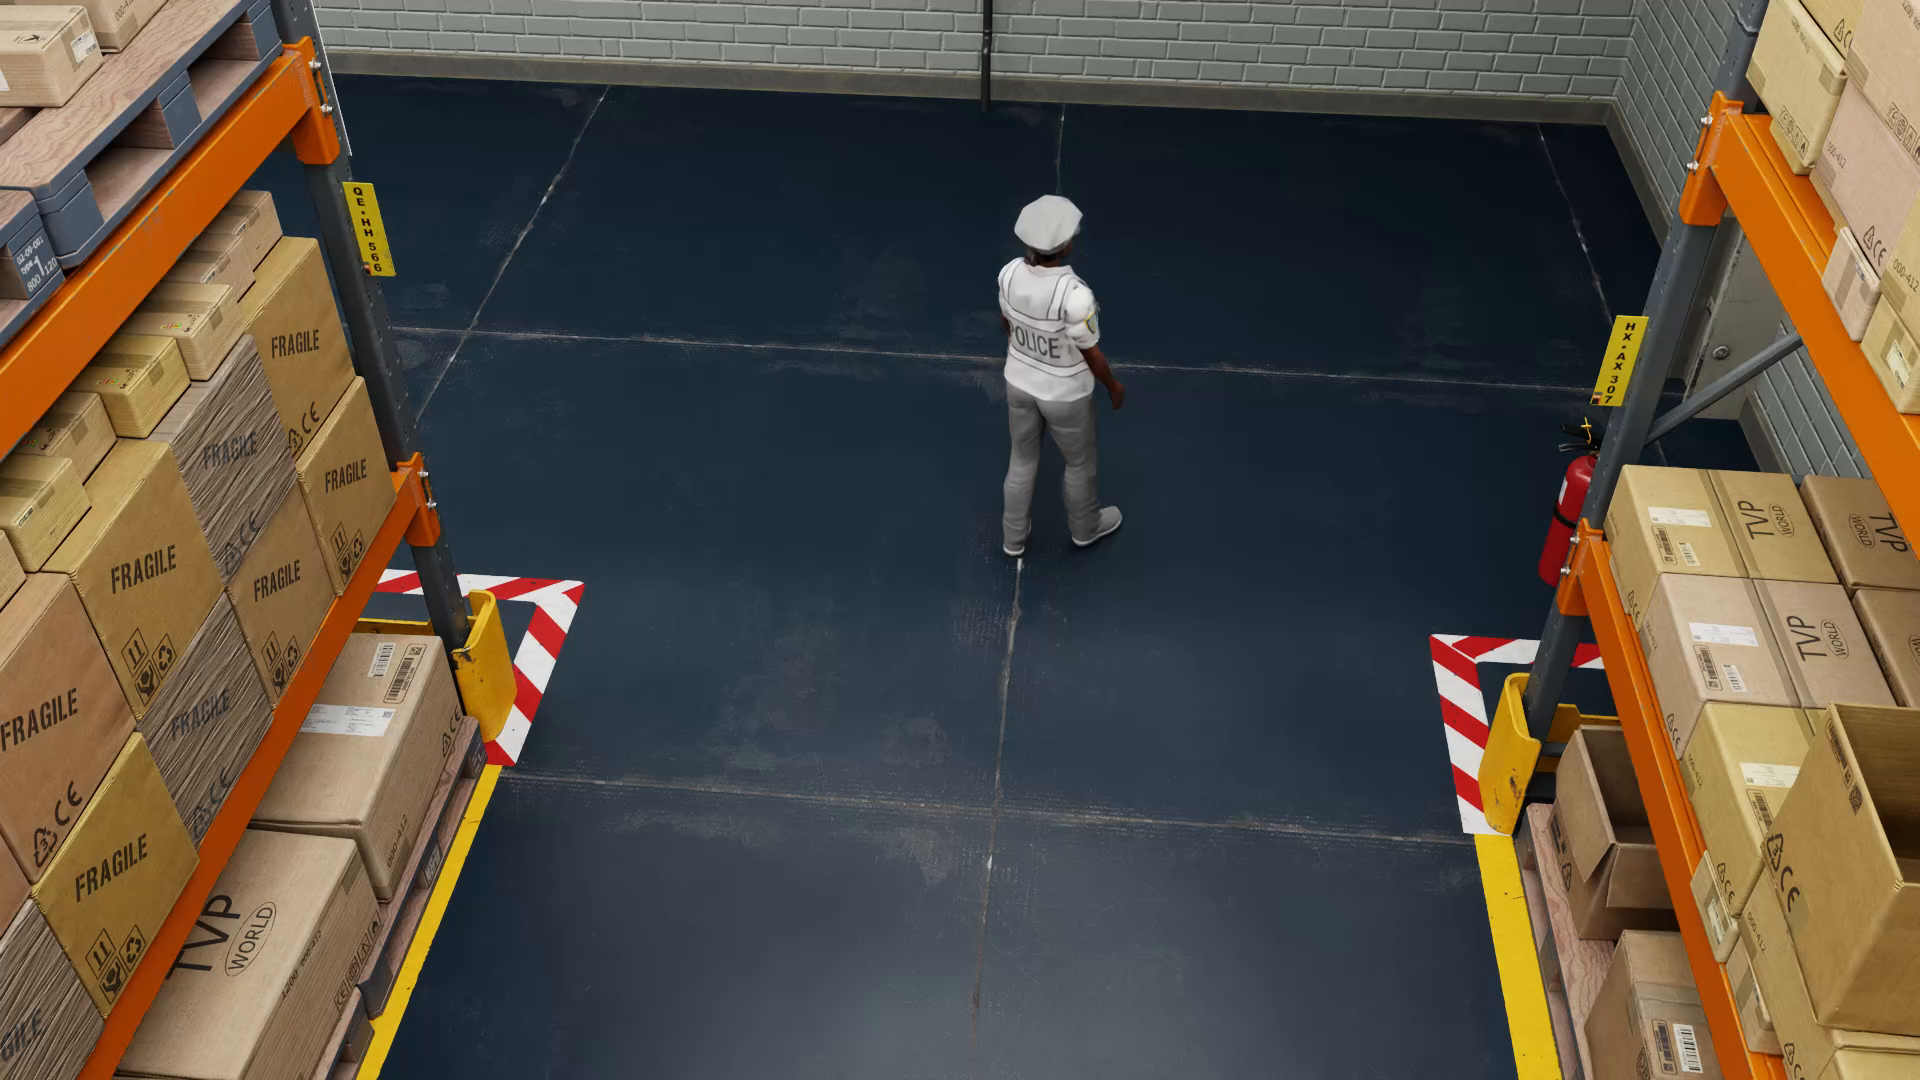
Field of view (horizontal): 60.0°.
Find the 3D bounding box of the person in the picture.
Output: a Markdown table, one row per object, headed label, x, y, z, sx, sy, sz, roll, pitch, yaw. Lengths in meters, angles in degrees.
| label | x | y | z | sx | sy | sz | roll | pitch | yaw |
| --- | --- | --- | --- | --- | --- | --- | --- | --- | --- |
| person | 0.422 | -0.680 | 6.924 | 0.524 | 1.687 | 0.542 | 26 | 47 | 27 |
